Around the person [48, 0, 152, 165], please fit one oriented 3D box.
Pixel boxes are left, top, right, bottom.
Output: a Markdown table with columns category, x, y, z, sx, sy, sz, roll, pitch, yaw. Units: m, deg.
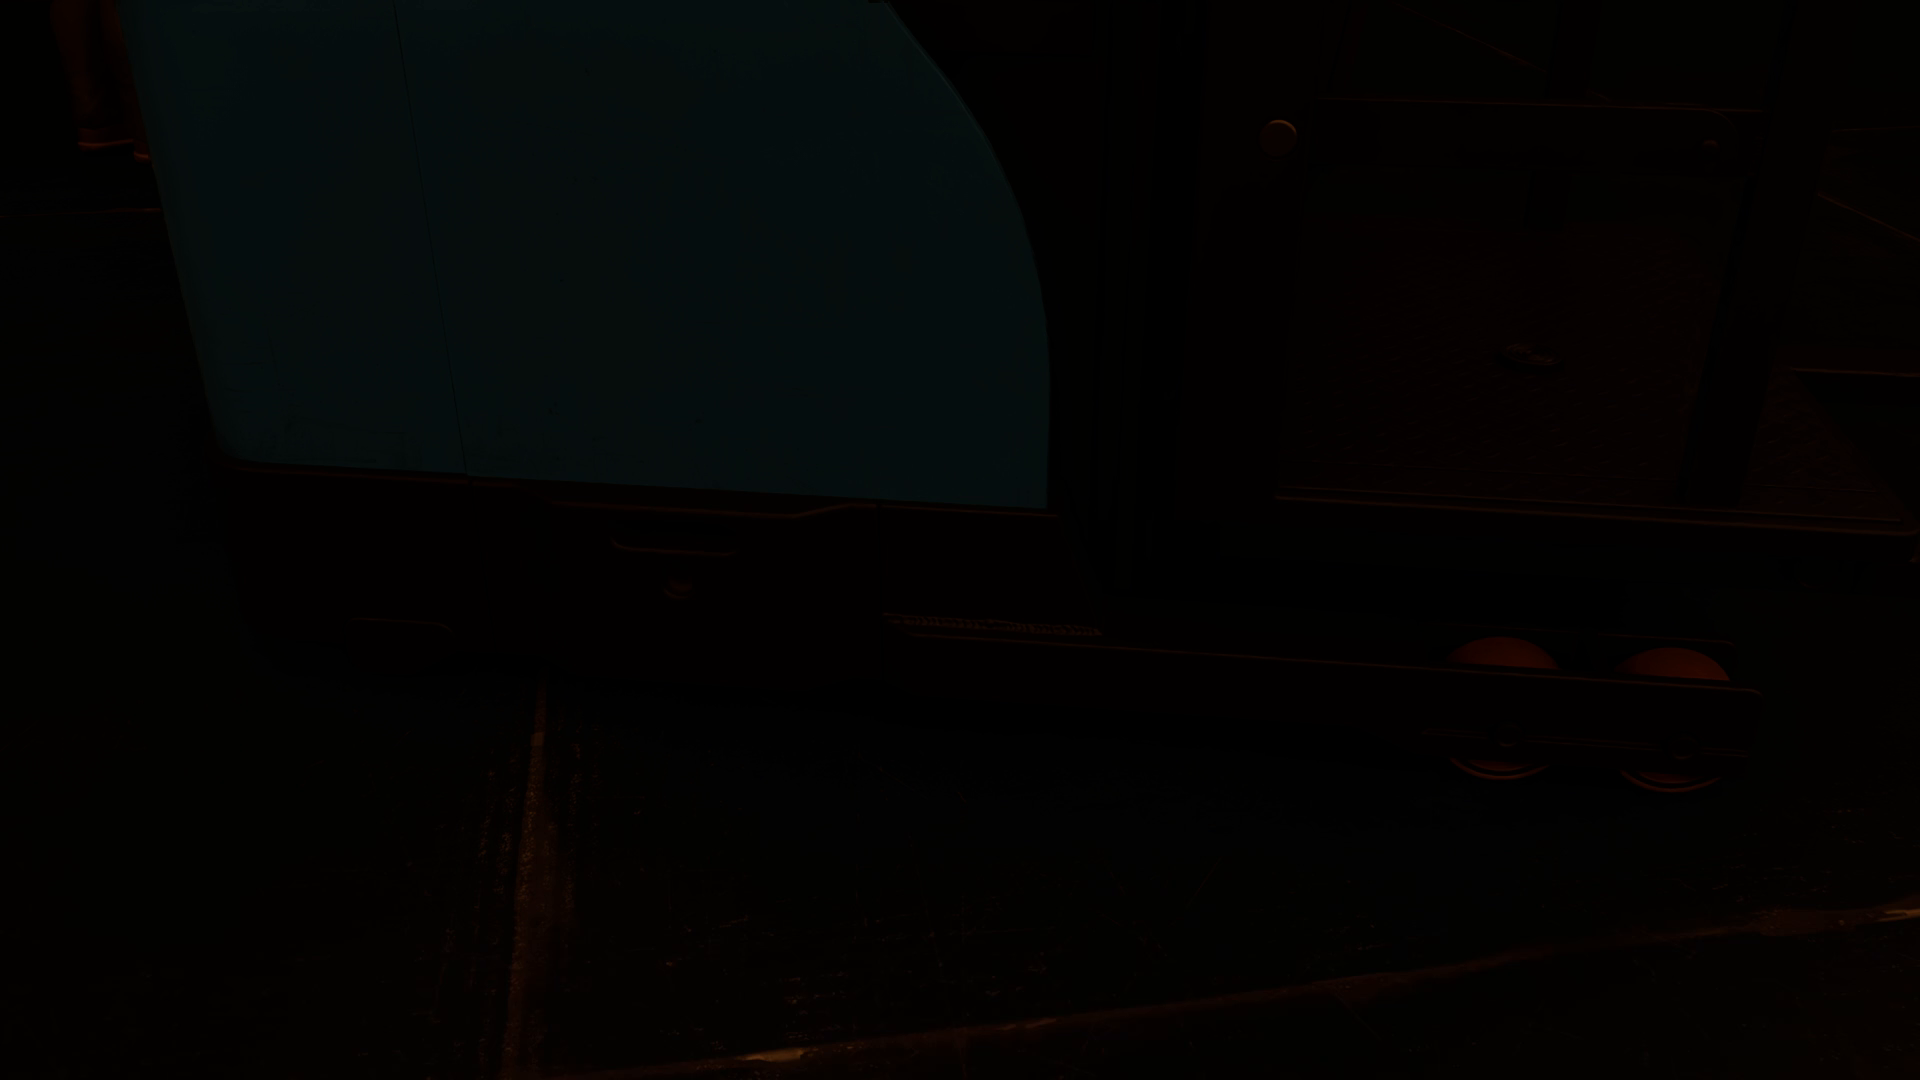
| category | x | y | z | sx | sy | sz | roll | pitch | yaw |
| --- | --- | --- | --- | --- | --- | --- | --- | --- | --- |
| person | -2.170 | -1.786 | 4.100 | 0.468 | 1.663 | 0.333 | 19 | 33 | 31 |

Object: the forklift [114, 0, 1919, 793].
| category | x | y | z | sx | sy | sz | roll | pitch | yaw |
| --- | --- | --- | --- | --- | --- | --- | --- | --- | --- |
| forklift | 0.613 | -1.265 | 1.757 | 3.031 | 2.935 | 1.130 | 3 | 28 | 6 |
